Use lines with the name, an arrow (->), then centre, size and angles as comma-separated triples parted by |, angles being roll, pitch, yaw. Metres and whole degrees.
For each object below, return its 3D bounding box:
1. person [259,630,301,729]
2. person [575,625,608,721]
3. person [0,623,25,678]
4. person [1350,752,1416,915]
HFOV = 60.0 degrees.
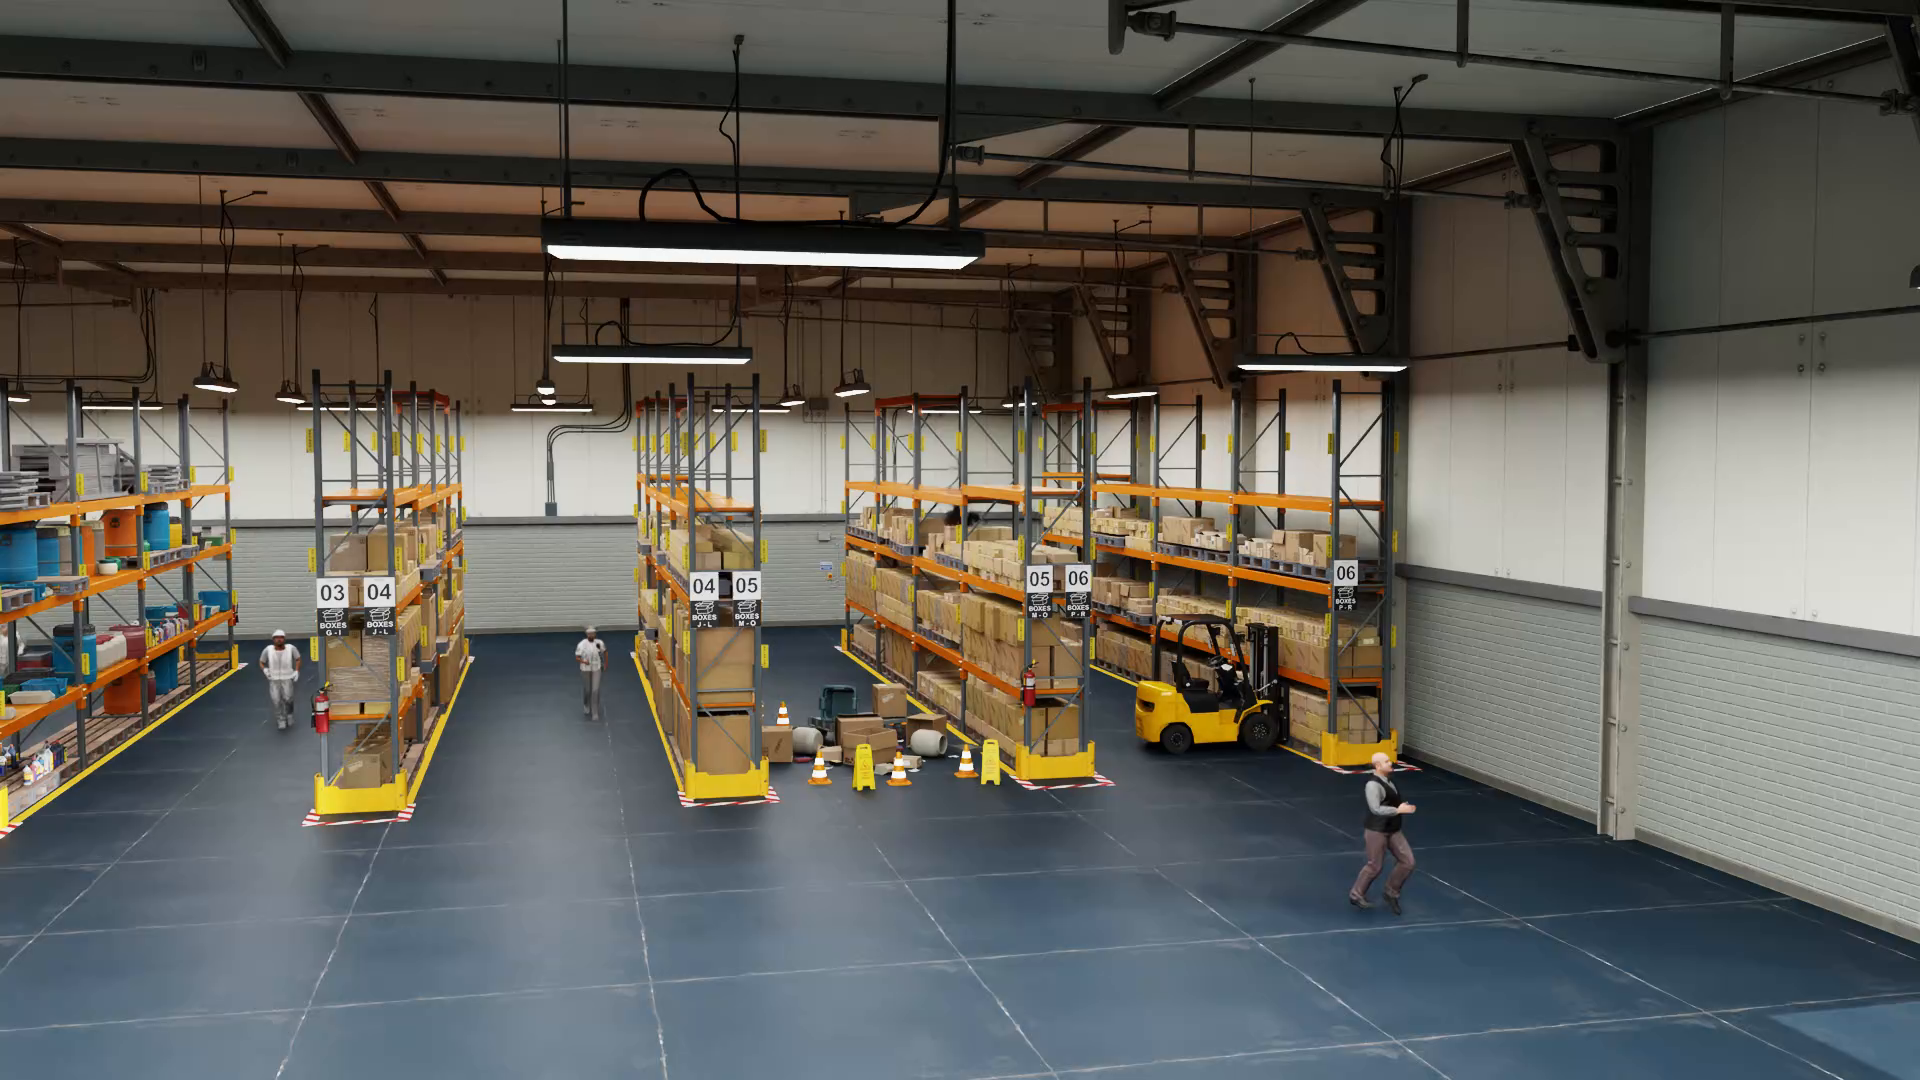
person -> -11.885, 2.441, 29.054 | 0.681, 1.739, 0.573 | -1, 3, -18
person -> -6.731, 2.404, 30.380 | 0.595, 1.724, 0.828 | -1, 3, -15
person -> -18.072, 2.355, 31.541 | 0.592, 1.695, 0.864 | -2, 4, -28
person -> 4.512, 3.129, 17.670 | 0.713, 1.752, 0.625 | 3, 4, 41
